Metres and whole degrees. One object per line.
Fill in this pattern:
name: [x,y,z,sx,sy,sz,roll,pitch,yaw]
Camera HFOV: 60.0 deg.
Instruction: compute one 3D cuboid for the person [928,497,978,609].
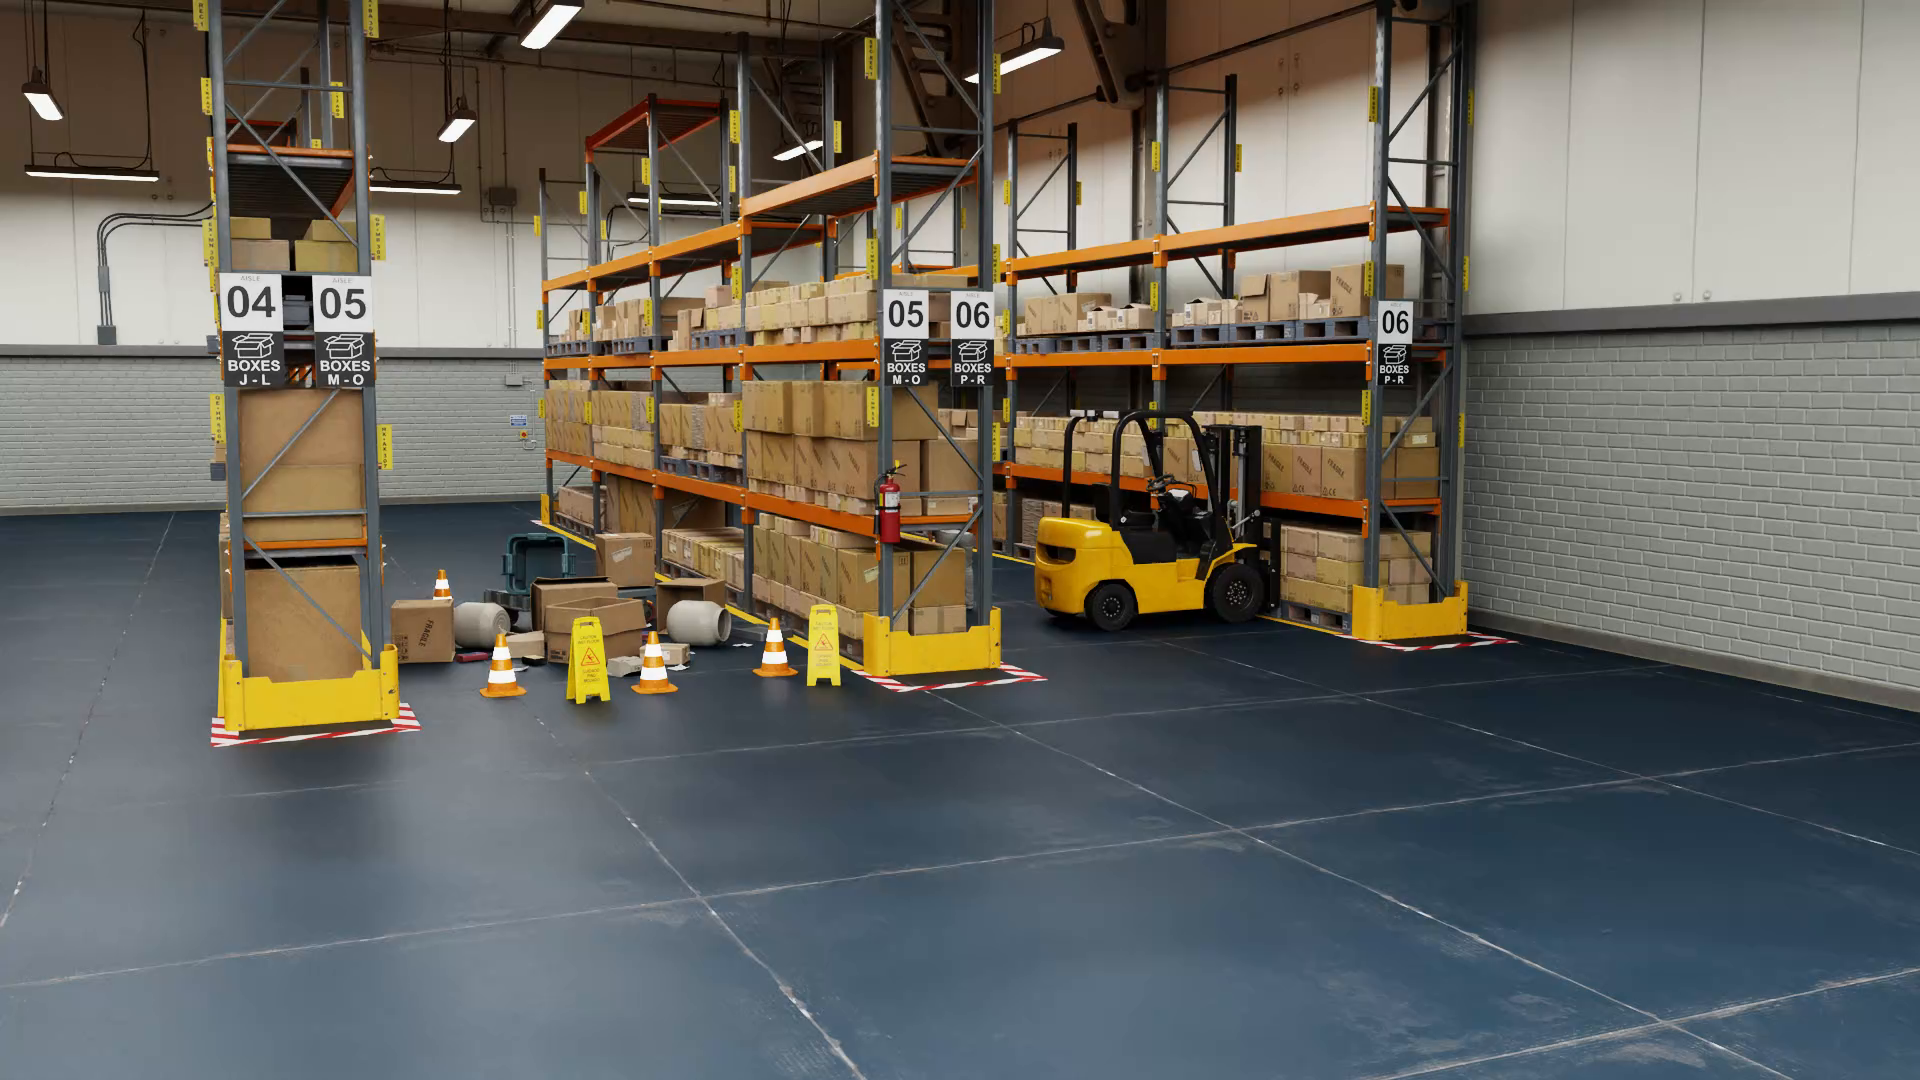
person: [-0.084,-0.074,17.649,0.599,1.670,0.529,-3,6,-25]
